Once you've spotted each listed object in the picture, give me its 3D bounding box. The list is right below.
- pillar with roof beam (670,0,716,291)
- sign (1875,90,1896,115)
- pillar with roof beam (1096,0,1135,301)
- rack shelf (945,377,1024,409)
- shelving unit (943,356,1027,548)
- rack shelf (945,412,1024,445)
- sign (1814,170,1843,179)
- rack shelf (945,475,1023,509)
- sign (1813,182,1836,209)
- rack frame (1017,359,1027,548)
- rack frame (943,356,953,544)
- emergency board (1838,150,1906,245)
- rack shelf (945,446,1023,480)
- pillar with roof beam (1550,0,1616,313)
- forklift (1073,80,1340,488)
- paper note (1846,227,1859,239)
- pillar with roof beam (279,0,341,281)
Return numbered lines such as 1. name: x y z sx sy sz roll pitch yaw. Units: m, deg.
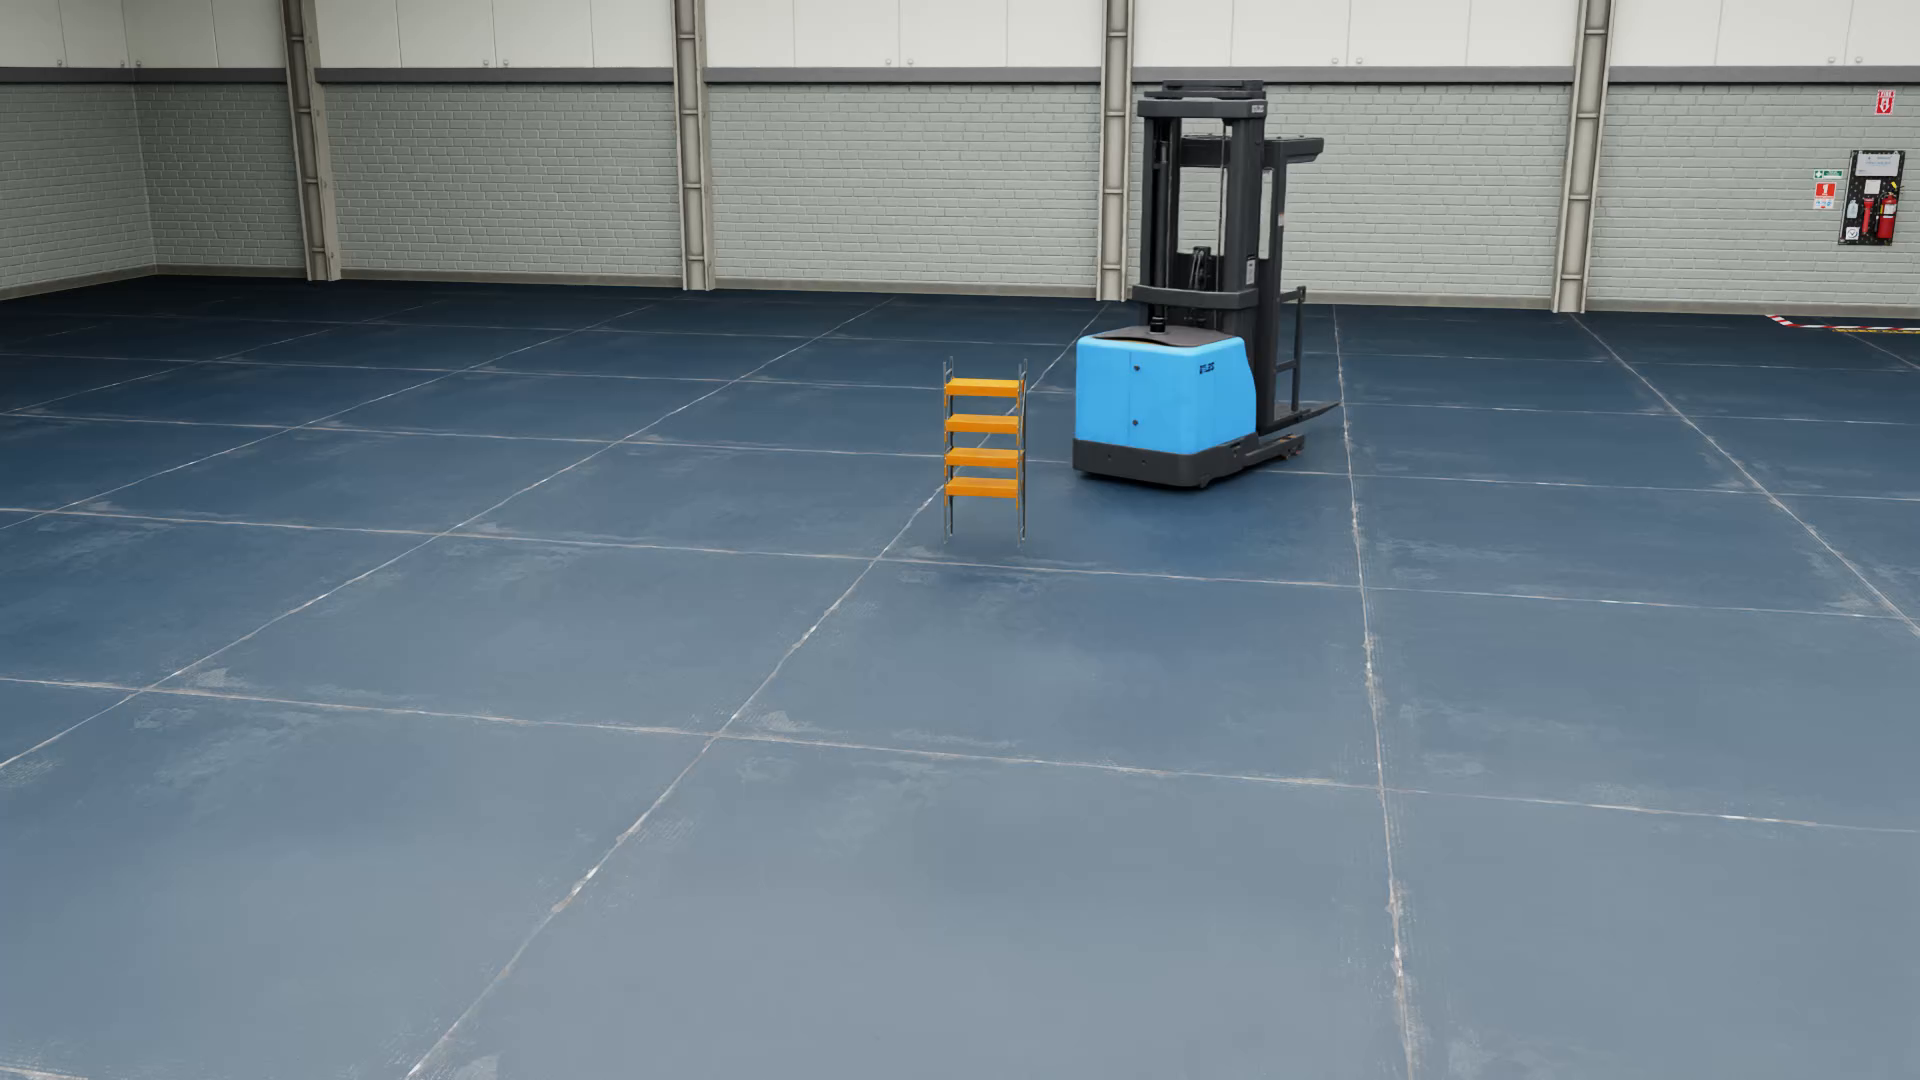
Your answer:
1. pillar with roof beam: -4.641 -6.855 18.882 0.400 9.000 9.100 3 16 11
2. sign: 11.454 -5.418 20.589 0.199 0.298 0.001 3 16 11
3. pillar with roof beam: 1.239 -6.536 17.730 0.400 9.000 9.100 3 16 11
4. rack shelf: 0.162 -0.948 10.695 0.480 0.148 0.258 3 16 11
5. shelving unit: 0.162 -0.569 10.800 0.503 1.200 0.258 3 16 11
6. rack shelf: 0.162 -0.720 10.758 0.480 0.148 0.258 3 16 11
7. sign: 10.924 -4.600 20.921 0.331 0.109 0.001 3 16 11
8. rack shelf: 0.162 -0.313 10.871 0.480 0.148 0.258 3 16 11
9. sign: 10.921 -4.348 21.001 0.234 0.329 0.001 3 16 11
10. rack frame: 0.401 -0.556 10.753 0.015 1.200 0.240 3 16 11
11. rack frame: -0.077 -0.582 10.847 0.015 1.200 0.240 3 16 11
12. emergency board: 11.442 -4.274 20.803 0.643 1.169 0.194 3 16 11
13. rack shelf: 0.162 -0.505 10.818 0.480 0.148 0.258 3 16 11
14. pillar with roof beam: 7.119 -6.217 16.578 0.400 9.000 9.100 3 16 11
15. forklift: 2.142 -2.128 13.183 1.130 2.935 3.031 11 19 35
16. paper note: 11.283 -3.877 21.019 0.142 0.148 0.016 3 16 11
17. pillar with roof beam: -10.520 -7.174 20.035 0.400 9.000 9.100 3 16 11
